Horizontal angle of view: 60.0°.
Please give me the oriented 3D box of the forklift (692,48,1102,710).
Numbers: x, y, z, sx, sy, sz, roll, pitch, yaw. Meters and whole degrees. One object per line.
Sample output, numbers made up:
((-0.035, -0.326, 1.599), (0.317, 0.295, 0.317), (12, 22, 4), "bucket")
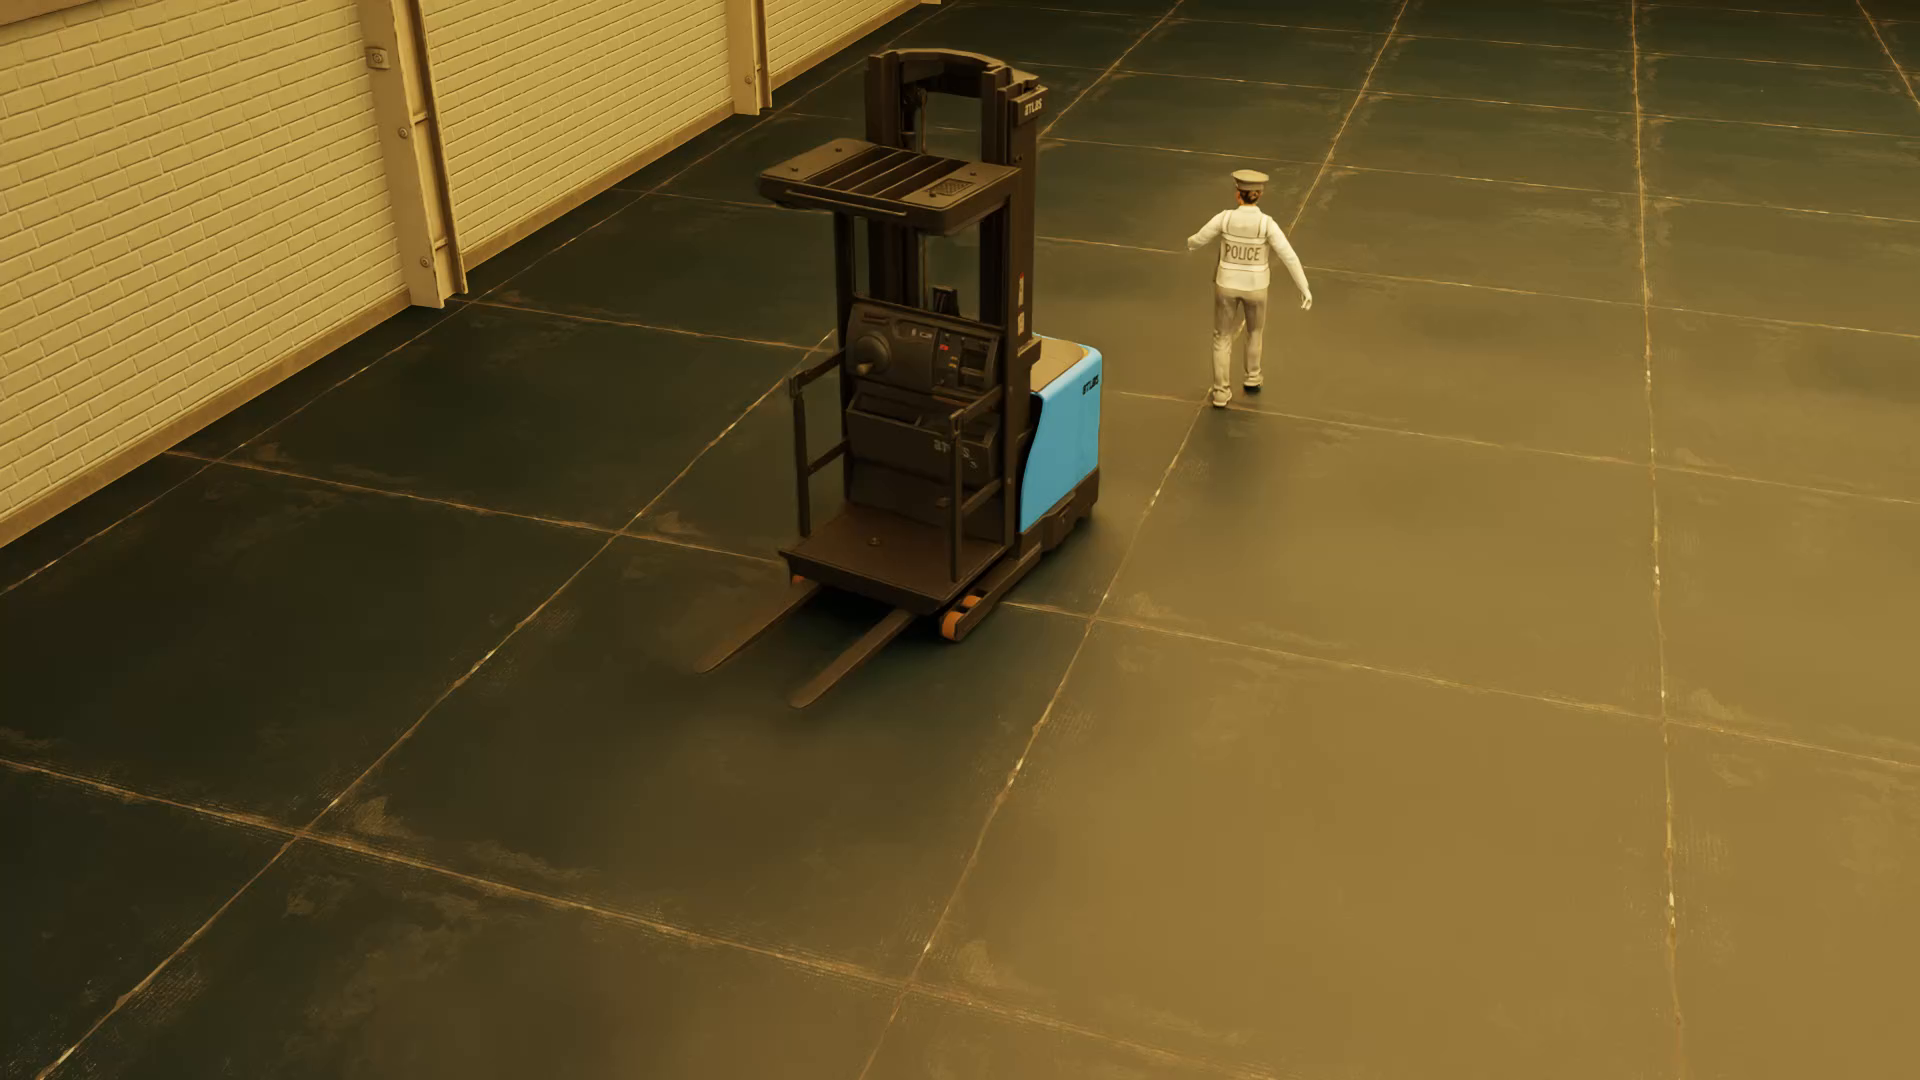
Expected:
((-0.316, -0.978, 8.851), (1.130, 2.935, 3.031), (16, 33, 26), "forklift")

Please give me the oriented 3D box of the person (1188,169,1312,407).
((2.000, -1.768, 11.578), (0.919, 1.667, 0.660), (8, 31, 13), "person")
